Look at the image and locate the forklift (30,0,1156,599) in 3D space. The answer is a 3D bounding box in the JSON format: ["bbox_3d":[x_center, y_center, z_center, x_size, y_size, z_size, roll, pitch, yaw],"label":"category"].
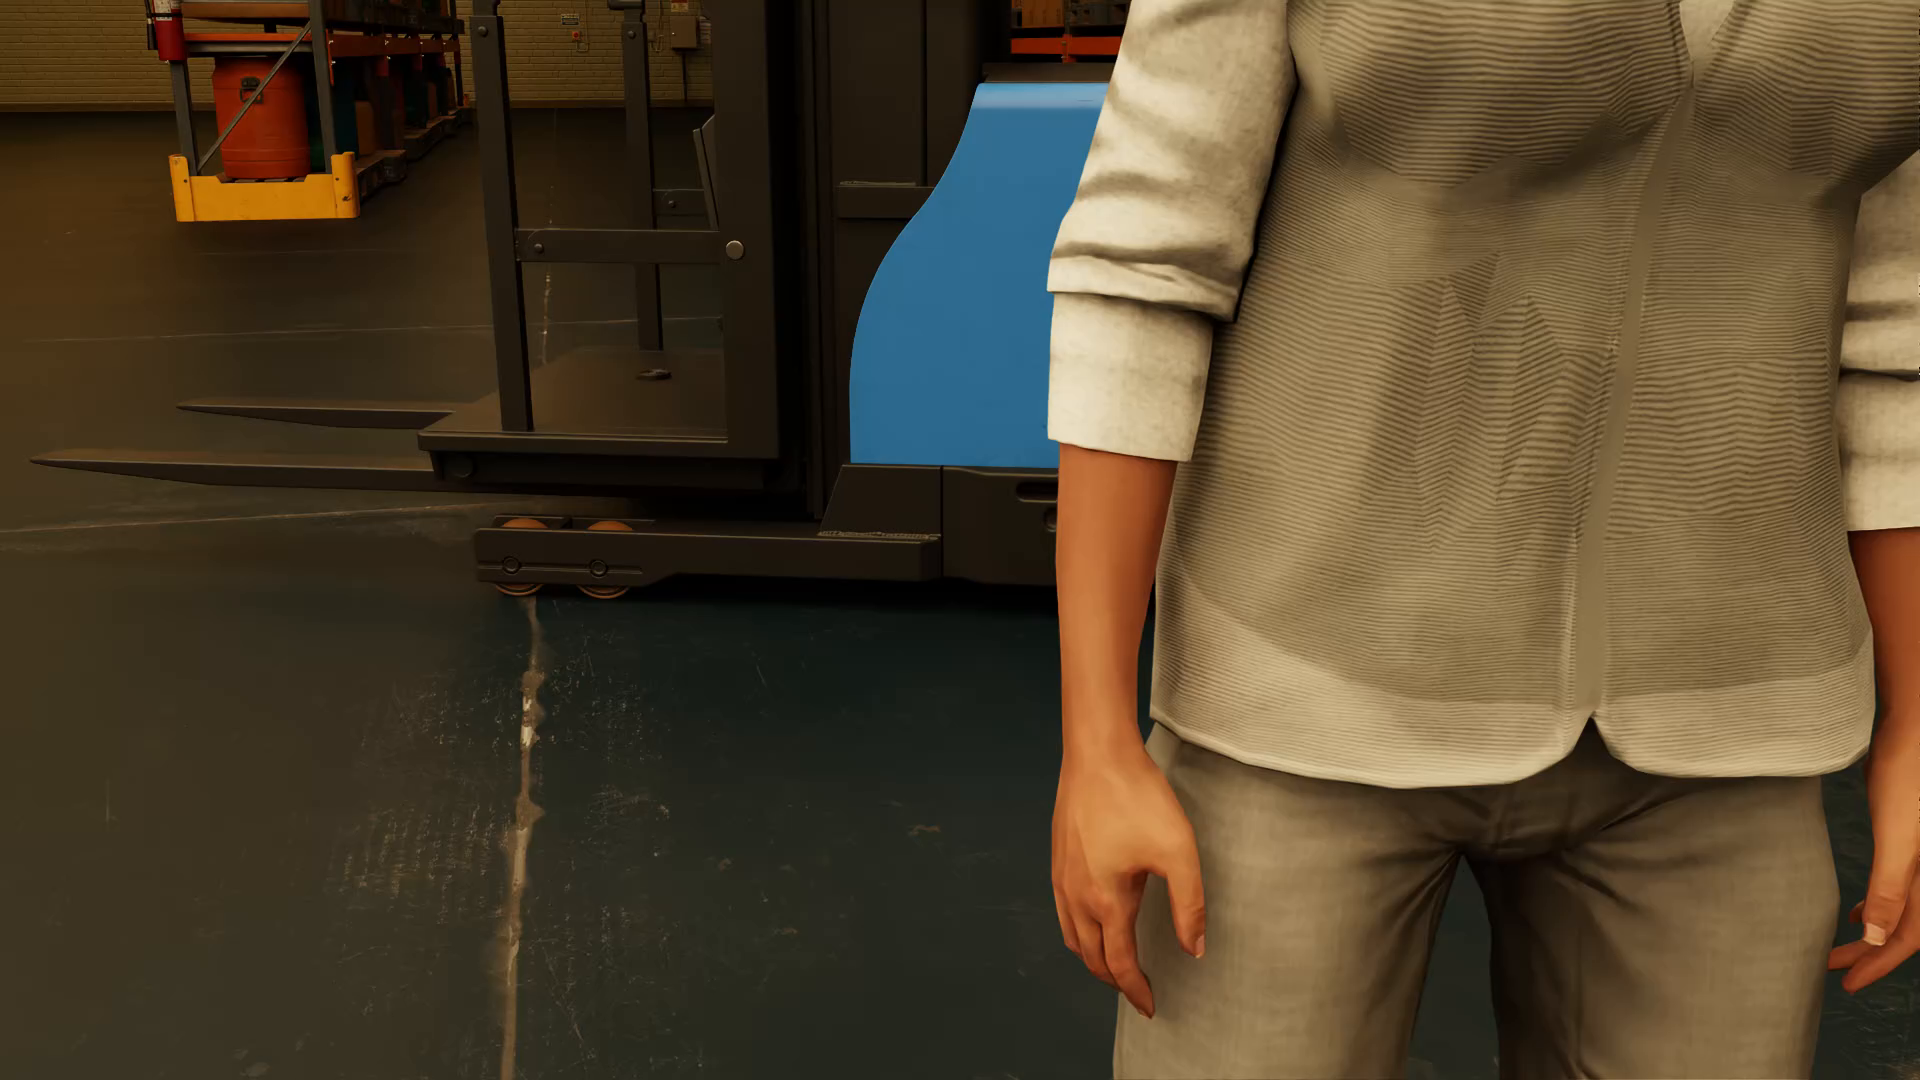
[{"bbox_3d":[-0.622,-1.425,3.664,3.031,2.935,1.130,2,17,6],"label":"forklift"}]
